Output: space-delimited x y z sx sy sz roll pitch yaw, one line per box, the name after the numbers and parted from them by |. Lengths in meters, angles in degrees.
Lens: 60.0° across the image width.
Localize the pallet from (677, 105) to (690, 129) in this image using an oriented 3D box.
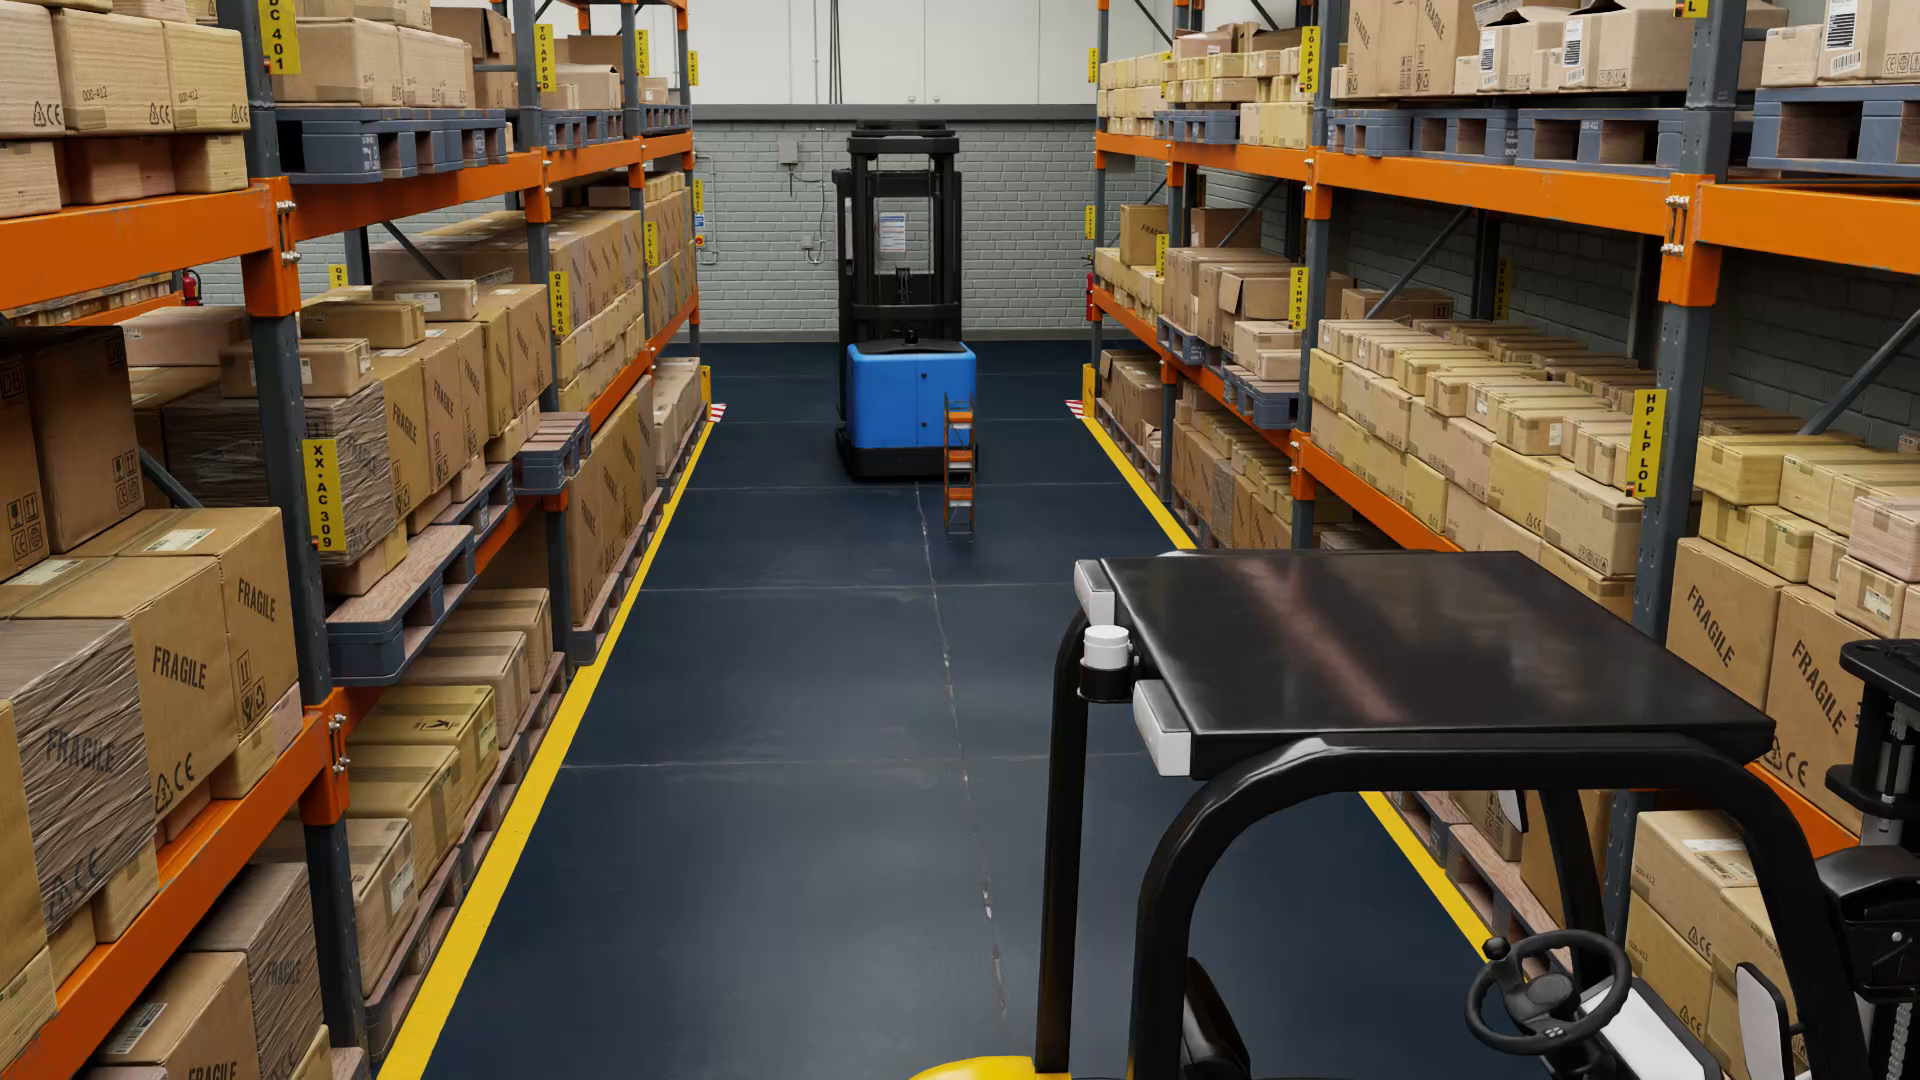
-3.053 -3.907 15.351 1.003 0.211 1.213 -1 14 -3 | pallet

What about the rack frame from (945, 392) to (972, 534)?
-0.011 -0.552 12.065 0.200 1.050 0.008 -1 14 -3 | rack frame

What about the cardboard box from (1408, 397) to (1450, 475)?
2.225 -0.444 7.029 0.500 0.250 0.500 -1 14 -3 | cardboard box

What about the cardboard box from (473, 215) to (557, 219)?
-3.062 -1.980 11.494 0.500 0.500 0.500 -1 14 -4 | cardboard box

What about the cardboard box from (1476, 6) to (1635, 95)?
2.252 -1.804 6.132 0.500 0.311 0.500 -1 14 -5 | cardboard box

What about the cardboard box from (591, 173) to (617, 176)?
-3.375 -3.306 15.346 0.380 0.149 0.250 0 14 -2 | cardboard box

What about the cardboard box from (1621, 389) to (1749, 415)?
2.775 -0.484 6.384 0.380 0.149 0.250 -1 14 -3 | cardboard box

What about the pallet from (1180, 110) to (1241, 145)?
2.130 -2.705 10.878 1.213 0.211 1.003 -1 14 -3 | pallet

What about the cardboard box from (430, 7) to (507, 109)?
-2.788 -2.490 8.614 0.797 0.503 0.637 -2 15 -7 | cardboard box

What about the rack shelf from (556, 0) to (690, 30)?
-2.986 -4.548 13.889 1.077 0.370 4.000 -1 14 -3 | rack shelf

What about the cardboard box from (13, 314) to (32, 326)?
-7.657 -1.736 13.257 0.380 0.149 0.250 -2 15 -6 | cardboard box

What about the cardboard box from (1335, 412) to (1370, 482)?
2.150 -0.458 8.088 0.500 0.250 0.500 -1 14 -5 | cardboard box

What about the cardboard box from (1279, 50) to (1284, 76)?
2.072 -2.764 9.635 0.380 0.149 0.250 -1 14 -4 | cardboard box

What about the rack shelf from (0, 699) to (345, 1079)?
-2.242 1.148 2.988 1.077 0.370 4.000 -1 14 -3 | rack shelf

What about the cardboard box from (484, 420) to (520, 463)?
-2.171 -0.438 7.369 0.380 0.149 0.250 -1 14 -2 | cardboard box

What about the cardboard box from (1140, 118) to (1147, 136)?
1.735 -3.499 14.091 0.380 0.149 0.250 -1 14 -3 | cardboard box

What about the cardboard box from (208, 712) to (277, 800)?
-2.020 0.561 4.330 0.380 0.149 0.250 -1 14 -2 | cardboard box

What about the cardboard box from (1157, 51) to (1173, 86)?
1.821 -3.653 12.884 0.500 0.250 0.500 -1 14 -3 | cardboard box

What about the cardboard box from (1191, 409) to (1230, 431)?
1.943 -0.911 12.418 0.380 0.149 0.250 -1 14 -5 | cardboard box

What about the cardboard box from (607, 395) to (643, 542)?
-2.680 -0.484 11.309 0.875 0.875 0.875 0 14 -2 | cardboard box

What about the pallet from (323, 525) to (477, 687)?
-2.268 0.203 5.603 1.003 0.211 1.213 -1 14 -3 | pallet

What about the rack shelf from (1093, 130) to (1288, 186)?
1.968 -3.366 14.515 1.077 0.370 4.000 -1 14 -3 | rack shelf

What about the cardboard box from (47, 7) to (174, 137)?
-2.038 -0.990 3.540 0.500 0.250 0.500 -1 14 -4 | cardboard box

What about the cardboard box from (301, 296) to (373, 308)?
-2.778 -0.843 7.644 0.500 0.500 0.500 0 14 -1 | cardboard box

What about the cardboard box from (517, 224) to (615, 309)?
-2.485 -1.729 10.520 0.500 0.500 0.500 -1 14 -3 | cardboard box

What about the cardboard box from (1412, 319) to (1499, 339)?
2.562 -1.055 8.604 0.380 0.149 0.250 0 14 -2 | cardboard box

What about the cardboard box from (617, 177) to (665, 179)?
-2.756 -3.061 14.393 0.380 0.149 0.250 0 14 -2 | cardboard box

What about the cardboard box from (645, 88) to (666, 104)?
-2.886 -4.051 15.193 0.380 0.149 0.250 -2 15 -8 | cardboard box

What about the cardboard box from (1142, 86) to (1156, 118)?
1.770 -3.534 13.426 0.500 0.250 0.500 -1 14 -5 | cardboard box

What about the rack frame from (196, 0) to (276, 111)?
-2.366 -2.603 4.084 1.000 3.000 0.127 -1 14 -3 | rack frame

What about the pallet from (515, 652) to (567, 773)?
-2.567 0.852 8.290 1.003 0.211 1.213 -1 14 -3 | pallet

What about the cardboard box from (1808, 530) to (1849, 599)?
2.407 0.074 4.215 0.380 0.149 0.250 -1 14 -4 | cardboard box

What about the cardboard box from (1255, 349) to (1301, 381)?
1.916 -1.009 9.590 0.380 0.149 0.250 -1 14 -2 | cardboard box

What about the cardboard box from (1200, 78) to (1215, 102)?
1.786 -2.950 10.912 0.380 0.149 0.250 -1 14 -2 | cardboard box

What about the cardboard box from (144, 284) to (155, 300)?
-7.764 -2.320 15.526 0.380 0.149 0.250 -1 14 -4 | cardboard box

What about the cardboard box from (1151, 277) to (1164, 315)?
1.817 -1.959 13.325 0.500 0.250 0.500 -1 14 -2 | cardboard box

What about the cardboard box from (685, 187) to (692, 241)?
-2.842 -3.098 15.842 0.500 0.500 0.500 0 14 -2 | cardboard box

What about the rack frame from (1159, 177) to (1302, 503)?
2.092 -1.765 12.865 1.000 3.000 0.127 -1 14 -3 | rack frame

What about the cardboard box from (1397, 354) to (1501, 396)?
2.156 -0.728 7.333 0.380 0.149 0.250 -1 14 -2 | cardboard box

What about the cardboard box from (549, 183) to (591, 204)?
-3.112 -2.735 13.128 0.380 0.149 0.250 -1 14 -3 | cardboard box

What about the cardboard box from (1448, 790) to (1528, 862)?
2.504 0.849 6.631 0.875 0.625 0.625 -1 14 -4 | cardboard box

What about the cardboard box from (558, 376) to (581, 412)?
-2.393 -0.745 9.205 0.500 0.250 0.500 -1 14 -4 | cardboard box

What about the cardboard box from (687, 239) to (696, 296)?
-2.816 -2.615 15.968 0.500 0.500 0.500 -1 14 -3 | cardboard box

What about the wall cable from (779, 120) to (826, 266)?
-2.067 -4.601 21.849 0.588 1.984 0.122 -1 14 -3 | wall cable

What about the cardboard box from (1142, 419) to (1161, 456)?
1.742 -0.867 14.020 0.396 0.266 0.258 0 14 -1 | cardboard box

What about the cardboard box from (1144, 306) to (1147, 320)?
1.753 -1.913 13.945 0.380 0.149 0.250 -1 14 -2 | cardboard box

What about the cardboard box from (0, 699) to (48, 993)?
-1.979 0.601 2.874 0.500 0.500 0.500 -1 14 -5 | cardboard box

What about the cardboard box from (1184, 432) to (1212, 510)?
1.940 -0.502 12.129 0.500 0.500 0.500 -1 14 -4 | cardboard box

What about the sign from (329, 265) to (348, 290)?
-3.168 -1.244 8.517 0.100 0.325 0.005 -1 14 -3 | sign

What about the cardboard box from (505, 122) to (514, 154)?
-2.385 -1.948 8.063 0.380 0.149 0.250 -1 14 -3 | cardboard box

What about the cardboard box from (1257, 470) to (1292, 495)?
2.036 -0.329 10.159 0.380 0.149 0.250 -1 14 -5 | cardboard box

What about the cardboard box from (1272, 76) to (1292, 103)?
2.031 -2.619 9.667 0.380 0.149 0.250 -1 14 -3 | cardboard box

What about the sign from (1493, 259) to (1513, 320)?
2.894 -1.340 8.891 0.100 0.325 0.005 -1 14 -3 | sign

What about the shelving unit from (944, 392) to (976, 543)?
-0.003 -0.522 11.947 0.215 1.050 0.252 -1 14 -3 | shelving unit

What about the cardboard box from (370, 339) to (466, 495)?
-2.158 -0.462 6.163 0.500 0.500 0.500 -1 14 -4 | cardboard box

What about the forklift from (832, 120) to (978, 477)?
-0.562 -2.261 14.930 1.130 2.935 3.031 -2 15 -8 | forklift

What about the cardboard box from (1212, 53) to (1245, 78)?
1.827 -3.028 10.621 0.380 0.149 0.250 -1 14 -3 | cardboard box
